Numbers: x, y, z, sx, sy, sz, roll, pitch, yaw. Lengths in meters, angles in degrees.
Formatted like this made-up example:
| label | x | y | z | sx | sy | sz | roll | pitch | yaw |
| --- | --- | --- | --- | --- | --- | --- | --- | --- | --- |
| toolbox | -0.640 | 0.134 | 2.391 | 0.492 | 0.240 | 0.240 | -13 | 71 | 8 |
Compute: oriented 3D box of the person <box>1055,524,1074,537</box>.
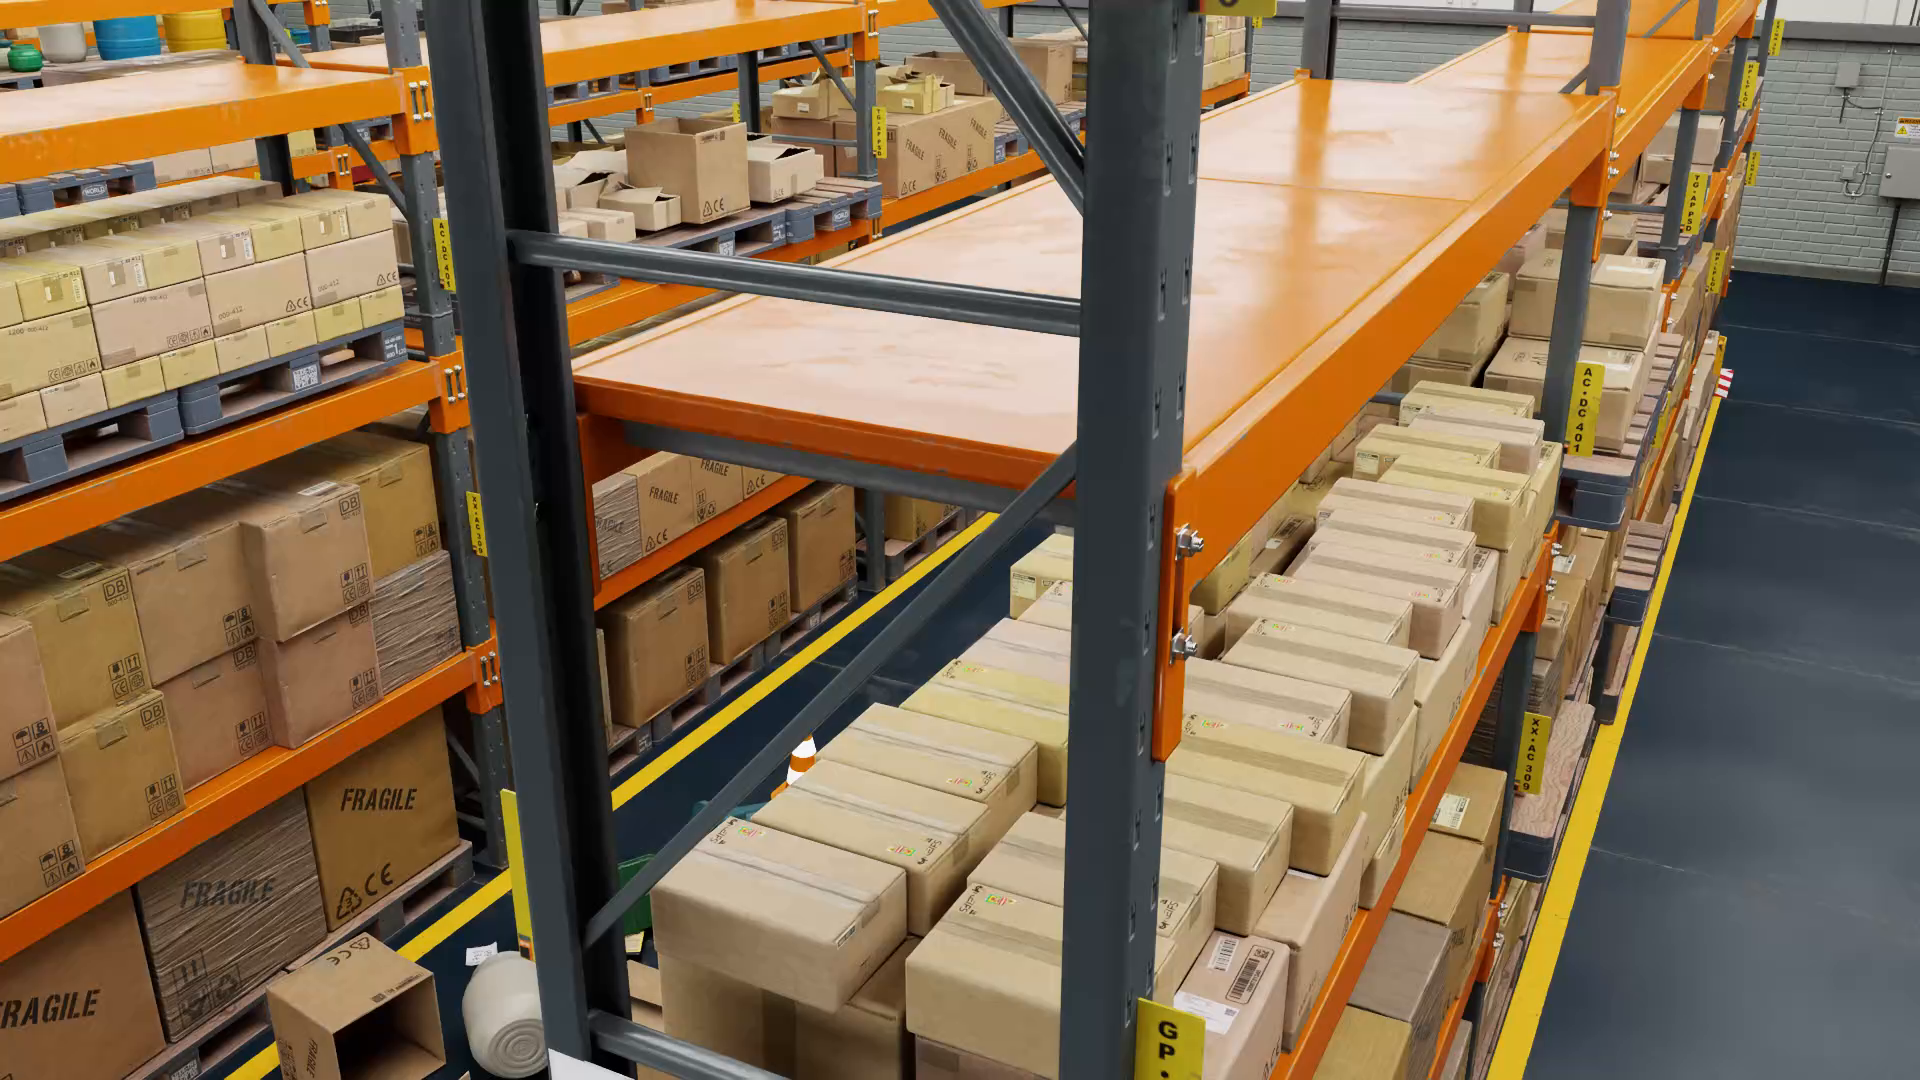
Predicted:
| label | x | y | z | sx | sy | sz | roll | pitch | yaw |
| --- | --- | --- | --- | --- | --- | --- | --- | --- | --- |
| person | 0.767 | 0.249 | 10.137 | 0.348 | 1.777 | 0.527 | 12 | 25 | 26 |
